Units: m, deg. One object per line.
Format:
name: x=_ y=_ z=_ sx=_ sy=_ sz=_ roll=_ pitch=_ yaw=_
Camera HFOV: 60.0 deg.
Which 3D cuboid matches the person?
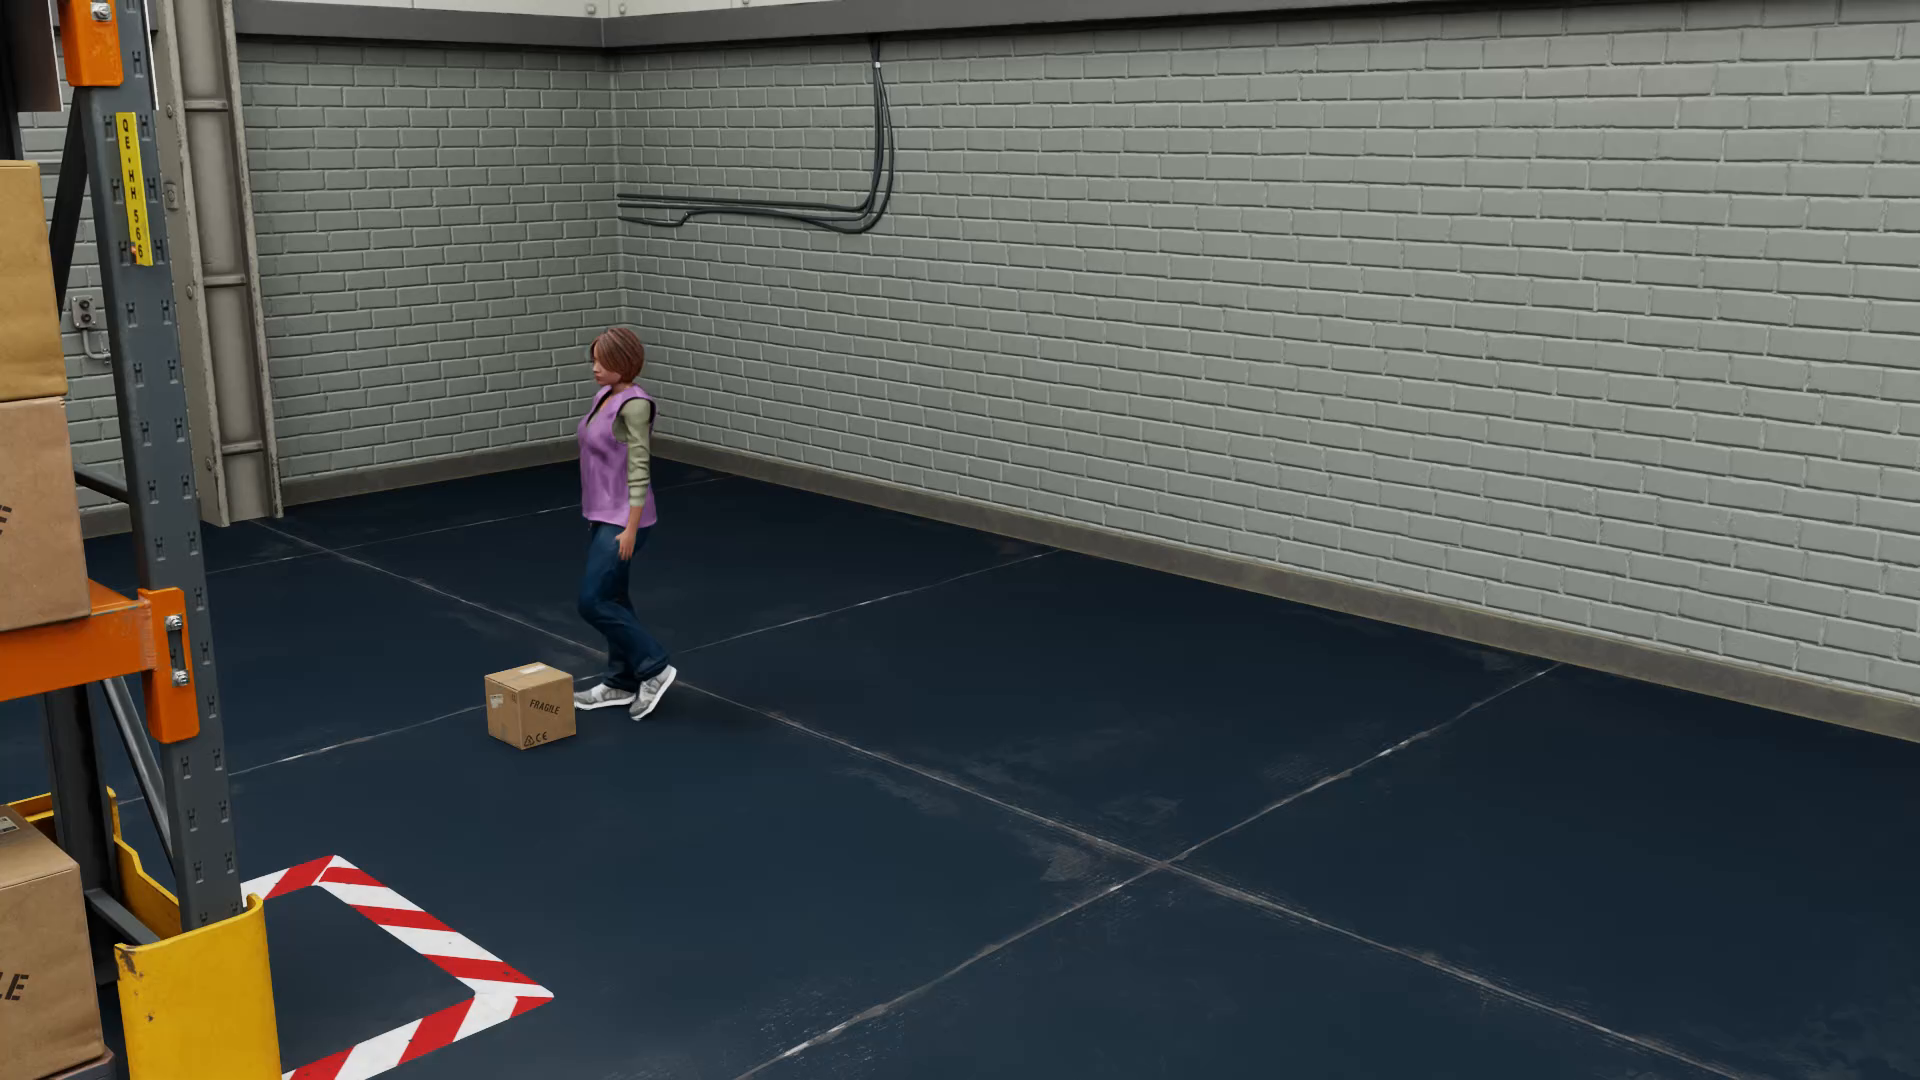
person: x=-1.413 y=-0.065 z=6.779 sx=0.401 sy=1.603 sz=0.452 roll=-6 pitch=15 yaw=-24
